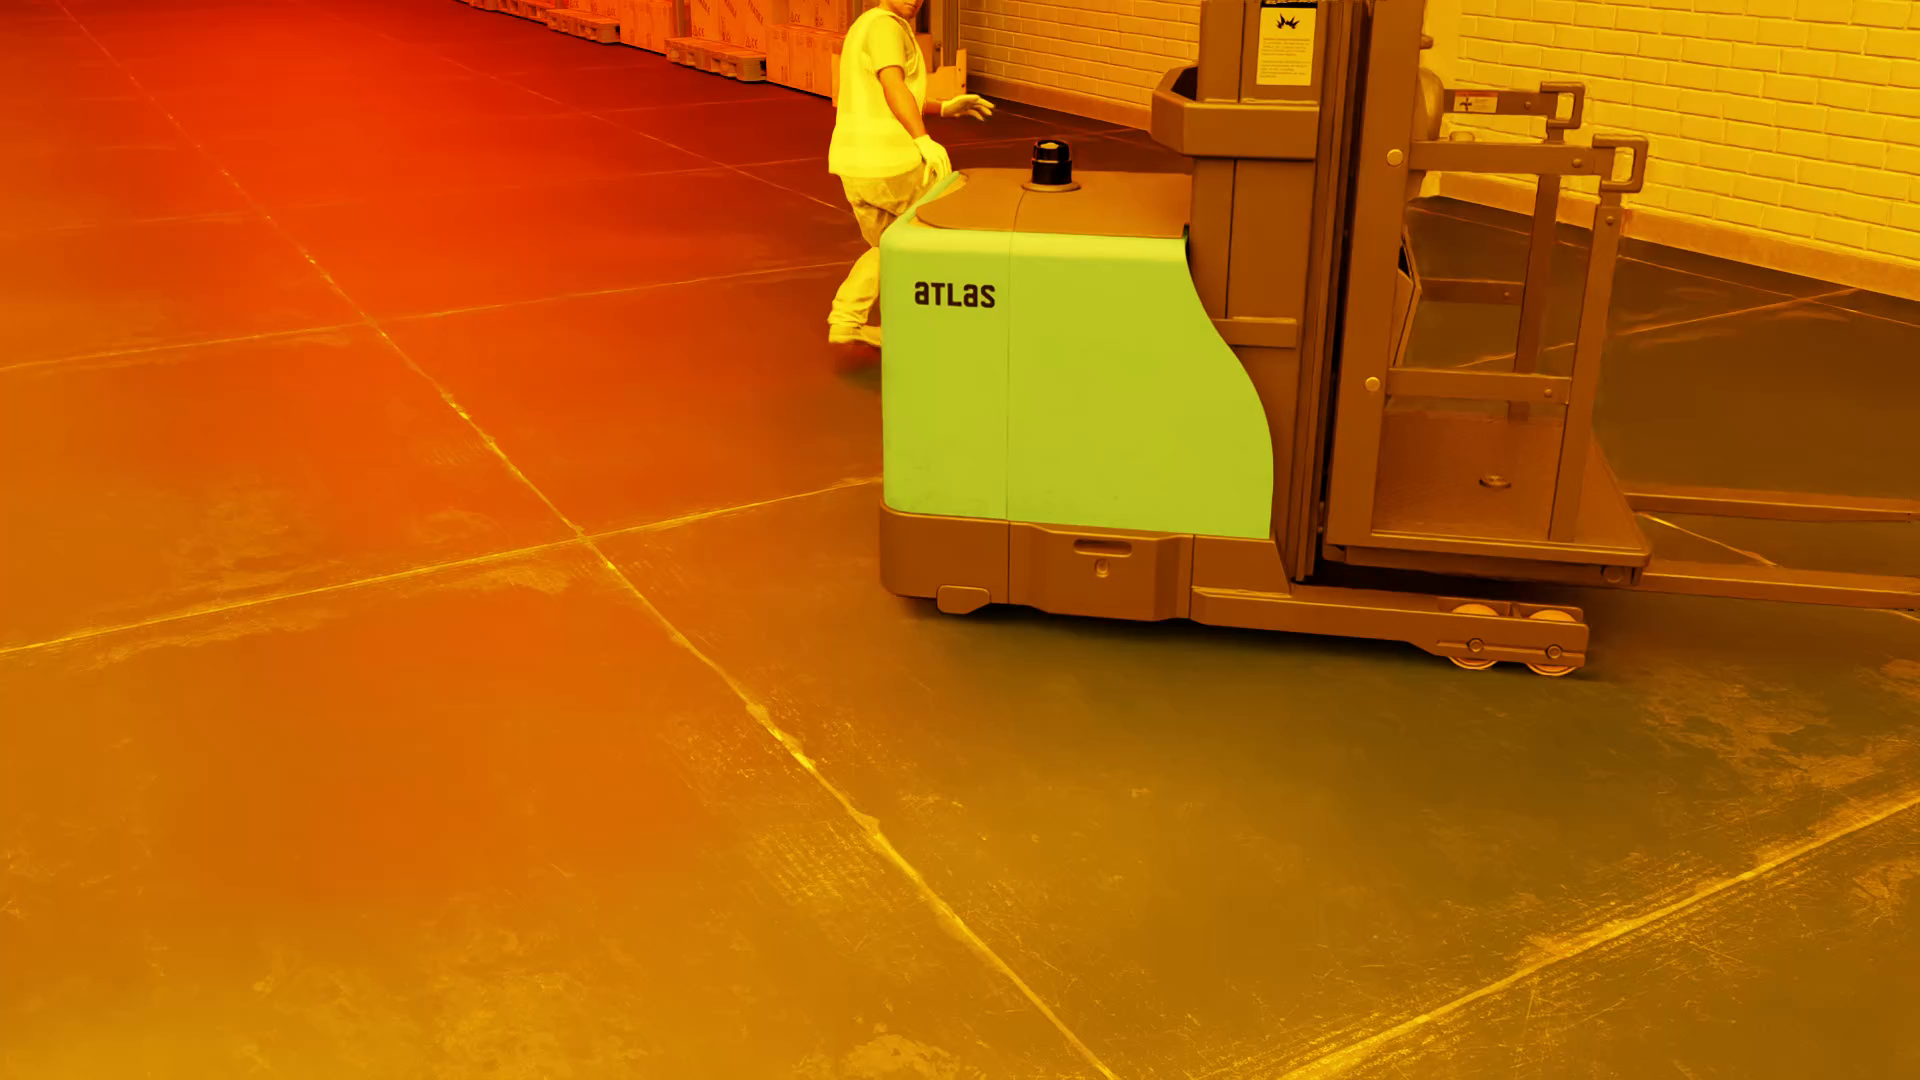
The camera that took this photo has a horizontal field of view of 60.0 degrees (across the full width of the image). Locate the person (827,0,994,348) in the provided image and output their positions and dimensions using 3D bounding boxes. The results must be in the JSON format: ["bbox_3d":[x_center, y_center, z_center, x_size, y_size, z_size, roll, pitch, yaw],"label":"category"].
[{"bbox_3d":[-0.142,-1.541,6.749,0.863,1.642,0.905,-13,26,-28],"label":"person"}]

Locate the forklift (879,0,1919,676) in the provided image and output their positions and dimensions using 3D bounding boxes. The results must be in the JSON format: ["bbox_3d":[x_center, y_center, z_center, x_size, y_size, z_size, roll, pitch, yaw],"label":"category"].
[{"bbox_3d":[1.347,-1.225,4.259,3.031,2.935,1.130,4,23,10],"label":"forklift"}]
